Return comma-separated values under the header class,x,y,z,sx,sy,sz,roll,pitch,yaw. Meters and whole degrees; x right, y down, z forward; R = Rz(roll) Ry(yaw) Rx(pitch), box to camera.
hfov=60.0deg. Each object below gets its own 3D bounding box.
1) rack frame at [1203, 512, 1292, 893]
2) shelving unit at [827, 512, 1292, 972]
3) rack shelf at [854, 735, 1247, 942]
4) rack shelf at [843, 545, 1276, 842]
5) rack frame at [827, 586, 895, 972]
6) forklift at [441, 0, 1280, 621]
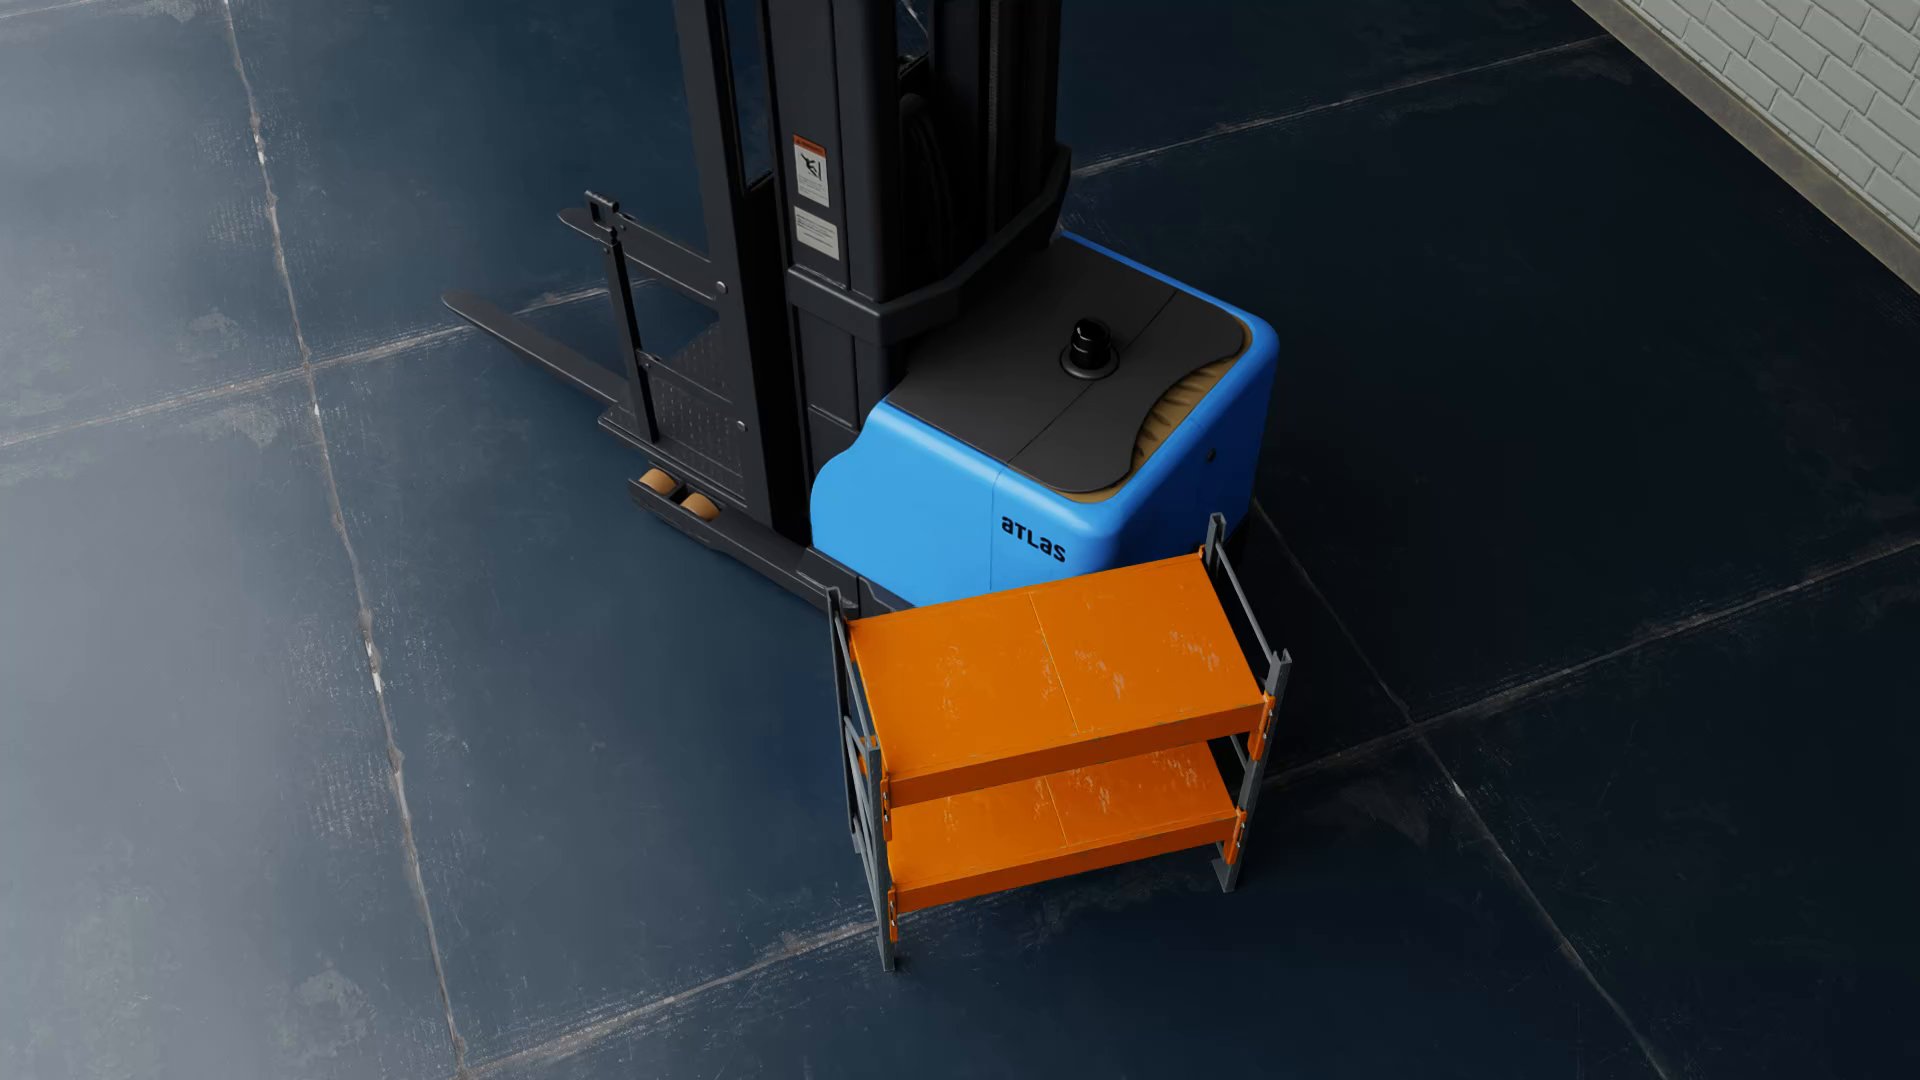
class,x,y,z,sx,sy,sz,roll,pitch,yaw
rack frame,0.727,0.480,4.596,0.032,1.125,0.500,-11,50,-9
shelving unit,0.234,0.574,4.515,1.048,1.125,0.538,-11,50,-9
rack shelf,0.234,0.734,4.701,1.000,0.278,0.538,-11,50,-9
rack shelf,0.234,0.384,4.293,1.000,0.278,0.538,-11,50,-9
rack frame,-0.259,0.669,4.434,0.032,1.125,0.500,-11,50,-9
forklift,-0.532,-1.246,4.888,3.031,2.935,1.130,29,55,23
